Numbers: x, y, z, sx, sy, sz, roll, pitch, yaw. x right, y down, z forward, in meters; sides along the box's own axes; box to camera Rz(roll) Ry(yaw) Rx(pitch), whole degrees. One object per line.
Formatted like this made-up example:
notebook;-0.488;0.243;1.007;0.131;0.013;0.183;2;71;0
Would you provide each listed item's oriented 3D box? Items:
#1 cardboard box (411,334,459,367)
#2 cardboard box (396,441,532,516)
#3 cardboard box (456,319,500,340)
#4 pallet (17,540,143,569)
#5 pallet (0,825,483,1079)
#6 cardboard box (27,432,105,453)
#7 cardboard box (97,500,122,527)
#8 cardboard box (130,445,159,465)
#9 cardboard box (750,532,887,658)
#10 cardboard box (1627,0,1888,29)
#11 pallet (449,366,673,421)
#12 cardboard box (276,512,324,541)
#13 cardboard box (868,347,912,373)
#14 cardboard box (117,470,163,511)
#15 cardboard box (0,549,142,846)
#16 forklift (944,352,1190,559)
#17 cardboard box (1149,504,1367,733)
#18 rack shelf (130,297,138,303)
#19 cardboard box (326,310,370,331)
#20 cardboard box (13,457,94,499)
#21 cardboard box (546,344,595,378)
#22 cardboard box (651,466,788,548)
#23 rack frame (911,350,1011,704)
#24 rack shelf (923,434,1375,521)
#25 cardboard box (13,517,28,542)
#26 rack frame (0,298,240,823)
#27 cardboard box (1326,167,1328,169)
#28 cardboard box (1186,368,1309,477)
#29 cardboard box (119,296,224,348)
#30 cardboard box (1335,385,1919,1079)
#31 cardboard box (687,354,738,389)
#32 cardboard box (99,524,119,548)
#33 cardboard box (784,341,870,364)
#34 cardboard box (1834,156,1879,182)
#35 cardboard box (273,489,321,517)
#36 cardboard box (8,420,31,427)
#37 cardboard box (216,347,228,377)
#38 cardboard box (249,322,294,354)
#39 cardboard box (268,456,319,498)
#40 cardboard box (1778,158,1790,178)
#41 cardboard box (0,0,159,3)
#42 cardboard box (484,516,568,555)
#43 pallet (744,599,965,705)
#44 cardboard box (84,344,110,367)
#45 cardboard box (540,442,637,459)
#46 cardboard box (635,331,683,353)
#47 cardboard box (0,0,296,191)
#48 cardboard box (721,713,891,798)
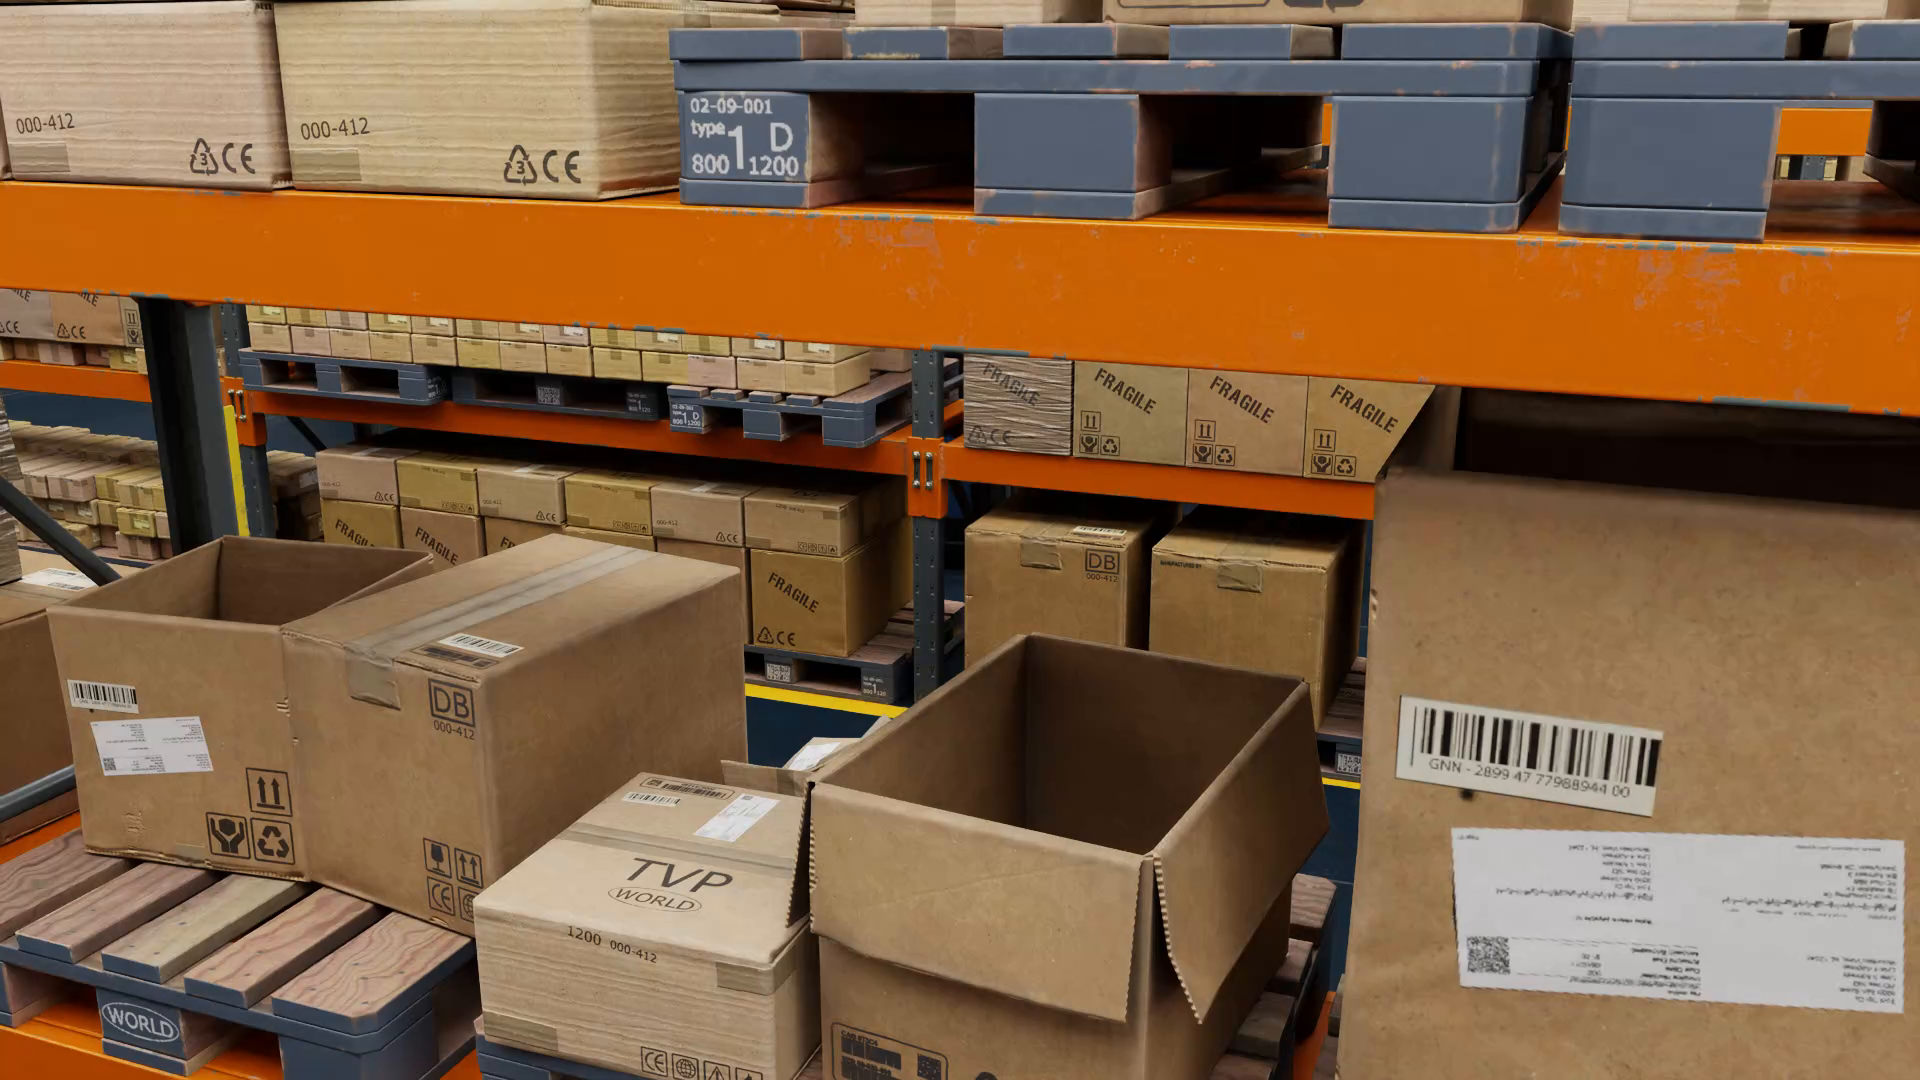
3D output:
cardboard box;-2.542;-0.985;8.384;0.250;0.149;0.380;5;17;18
cardboard box;-2.614;-0.332;8.824;0.500;0.250;0.500;7;18;22
cardboard box;-2.281;-1.100;8.248;0.250;0.149;0.380;6;17;20
pallet;-5.477;-0.014;10.343;1.213;0.211;1.003;6;17;21
pallet;-1.192;0.654;3.386;1.003;0.211;1.213;6;17;21
cardboard box;-5.644;-0.562;10.523;0.250;0.149;0.380;6;17;19
cardboard box;-4.820;-0.193;9.784;0.250;0.149;0.380;6;17;21
cardboard box;-4.891;-0.501;10.312;0.250;0.149;0.380;7;17;22
cardboard box;-0.688;0.239;8.199;0.500;0.500;0.500;6;17;20
cardboard box;0.916;-0.723;1.890;0.258;0.266;0.396;7;18;23
pallet;-1.836;-0.860;8.599;1.213;0.211;1.003;6;17;21
cardboard box;-3.921;-0.122;10.075;0.250;0.149;0.380;5;17;18
cardboard box;-0.322;-0.939;8.225;0.250;0.149;0.380;6;17;20
cardboard box;-4.614;-0.296;9.605;0.250;0.149;0.380;6;17;20
cardboard box;-2.246;0.348;3.916;0.500;0.500;0.500;7;18;22
forklift;0.657;-1.328;9.992;3.031;2.935;1.130;5;17;18
cardboard box;1.368;0.293;7.566;0.750;0.750;1.050;7;17;21
rack shelf;-3.754;-0.783;3.902;4.000;0.370;1.077;6;17;21
cardboard box;-3.021;-1.181;8.526;0.250;0.149;0.380;7;17;22
cardboard box;-5.367;-0.371;9.863;0.250;0.149;0.380;6;17;19
cardboard box;-1.798;-0.905;8.107;0.250;0.149;0.380;7;18;22
cardboard box;-1.186;-0.172;8.271;0.500;0.250;0.500;7;17;21
rack frame;0.020;-0.760;7.911;0.127;3.000;1.000;6;17;21
rack shelf;1.881;-0.210;7.306;4.000;0.370;1.077;6;17;21
cardboard box;-5.608;-0.119;10.065;0.250;0.149;0.380;6;17;21
rack frame;-1.894;0.516;3.515;0.127;3.000;1.000;6;17;21
cardboard box;3.749;-3.592;16.325;0.250;0.149;0.380;7;18;22
cardboard box;1.282;-0.589;7.143;0.500;0.500;0.500;6;17;21
cardboard box;-4.254;-1.336;9.183;0.500;0.500;0.500;6;17;21
cardboard box;1.140;0.318;2.369;1.000;1.000;1.000;6;17;21
cardboard box;-1.077;-0.824;7.830;0.250;0.149;0.380;7;17;22
cardboard box;-4.871;-0.070;9.896;0.250;0.149;0.380;6;17;19
cardboard box;-0.606;-0.916;7.613;0.250;0.149;0.380;7;17;22
cardboard box;5.793;-2.215;10.416;0.500;0.500;0.700;6;17;20
cardboard box;-3.920;-0.265;10.031;0.250;0.149;0.380;7;18;23
cardboard box;-6.336;-0.674;10.908;0.250;0.149;0.380;6;17;19
cardboard box;-4.052;-1.017;9.247;0.250;0.149;0.380;6;17;20
cardboard box;-3.503;-1.090;8.747;0.250;0.149;0.380;5;17;18
cardboard box;-3.945;-0.376;9.883;0.250;0.149;0.380;7;18;23
cardboard box;7.469;-3.325;14.872;0.250;0.149;0.380;7;17;22
cardboard box;-1.080;-1.045;2.436;0.500;0.500;0.500;6;17;21
cardboard box;-2.125;0.078;8.756;0.500;0.500;0.500;7;17;22
pallet;-0.706;0.499;8.576;1.213;0.211;1.003;6;17;21
cardboard box;-4.773;-1.102;9.540;0.250;0.149;0.380;6;17;19
cardboard box;-1.945;-0.413;9.103;0.500;0.250;0.500;5;17;18
cardboard box;-1.333;-0.995;7.885;0.250;0.149;0.380;6;17;21
cardboard box;-1.072;-0.686;2.544;0.500;0.250;0.500;7;17;22
cardboard box;-0.243;0.480;3.129;0.258;0.266;0.396;6;17;19
